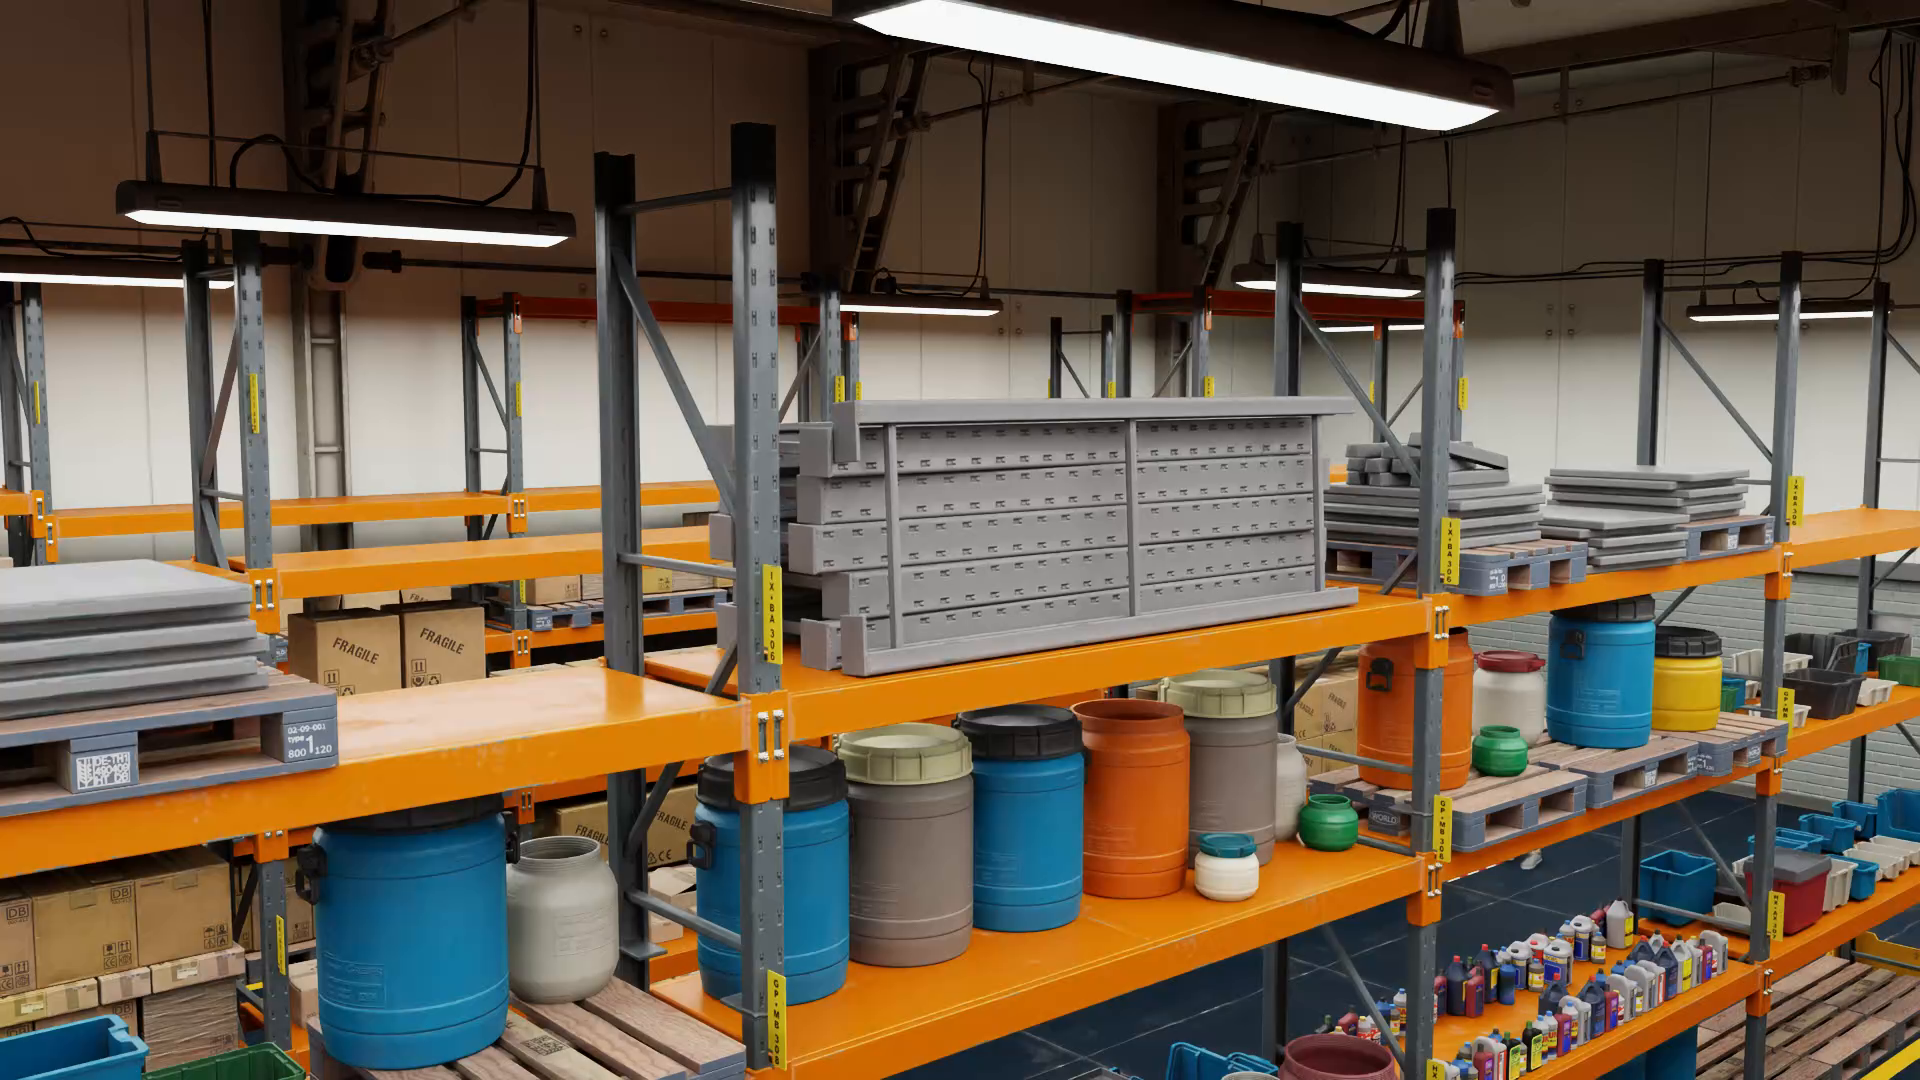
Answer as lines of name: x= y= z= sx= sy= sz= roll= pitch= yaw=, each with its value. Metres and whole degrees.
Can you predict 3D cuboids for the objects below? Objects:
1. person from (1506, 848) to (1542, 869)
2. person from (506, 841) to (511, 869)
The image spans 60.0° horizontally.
person: x=6.025 y=2.612 z=17.960 sx=0.429 sy=1.734 sz=0.609 roll=-4 pitch=7 yaw=-36
person: x=-3.633 y=3.096 z=12.977 sx=0.389 sy=1.682 sz=0.530 roll=5 pitch=7 yaw=42
